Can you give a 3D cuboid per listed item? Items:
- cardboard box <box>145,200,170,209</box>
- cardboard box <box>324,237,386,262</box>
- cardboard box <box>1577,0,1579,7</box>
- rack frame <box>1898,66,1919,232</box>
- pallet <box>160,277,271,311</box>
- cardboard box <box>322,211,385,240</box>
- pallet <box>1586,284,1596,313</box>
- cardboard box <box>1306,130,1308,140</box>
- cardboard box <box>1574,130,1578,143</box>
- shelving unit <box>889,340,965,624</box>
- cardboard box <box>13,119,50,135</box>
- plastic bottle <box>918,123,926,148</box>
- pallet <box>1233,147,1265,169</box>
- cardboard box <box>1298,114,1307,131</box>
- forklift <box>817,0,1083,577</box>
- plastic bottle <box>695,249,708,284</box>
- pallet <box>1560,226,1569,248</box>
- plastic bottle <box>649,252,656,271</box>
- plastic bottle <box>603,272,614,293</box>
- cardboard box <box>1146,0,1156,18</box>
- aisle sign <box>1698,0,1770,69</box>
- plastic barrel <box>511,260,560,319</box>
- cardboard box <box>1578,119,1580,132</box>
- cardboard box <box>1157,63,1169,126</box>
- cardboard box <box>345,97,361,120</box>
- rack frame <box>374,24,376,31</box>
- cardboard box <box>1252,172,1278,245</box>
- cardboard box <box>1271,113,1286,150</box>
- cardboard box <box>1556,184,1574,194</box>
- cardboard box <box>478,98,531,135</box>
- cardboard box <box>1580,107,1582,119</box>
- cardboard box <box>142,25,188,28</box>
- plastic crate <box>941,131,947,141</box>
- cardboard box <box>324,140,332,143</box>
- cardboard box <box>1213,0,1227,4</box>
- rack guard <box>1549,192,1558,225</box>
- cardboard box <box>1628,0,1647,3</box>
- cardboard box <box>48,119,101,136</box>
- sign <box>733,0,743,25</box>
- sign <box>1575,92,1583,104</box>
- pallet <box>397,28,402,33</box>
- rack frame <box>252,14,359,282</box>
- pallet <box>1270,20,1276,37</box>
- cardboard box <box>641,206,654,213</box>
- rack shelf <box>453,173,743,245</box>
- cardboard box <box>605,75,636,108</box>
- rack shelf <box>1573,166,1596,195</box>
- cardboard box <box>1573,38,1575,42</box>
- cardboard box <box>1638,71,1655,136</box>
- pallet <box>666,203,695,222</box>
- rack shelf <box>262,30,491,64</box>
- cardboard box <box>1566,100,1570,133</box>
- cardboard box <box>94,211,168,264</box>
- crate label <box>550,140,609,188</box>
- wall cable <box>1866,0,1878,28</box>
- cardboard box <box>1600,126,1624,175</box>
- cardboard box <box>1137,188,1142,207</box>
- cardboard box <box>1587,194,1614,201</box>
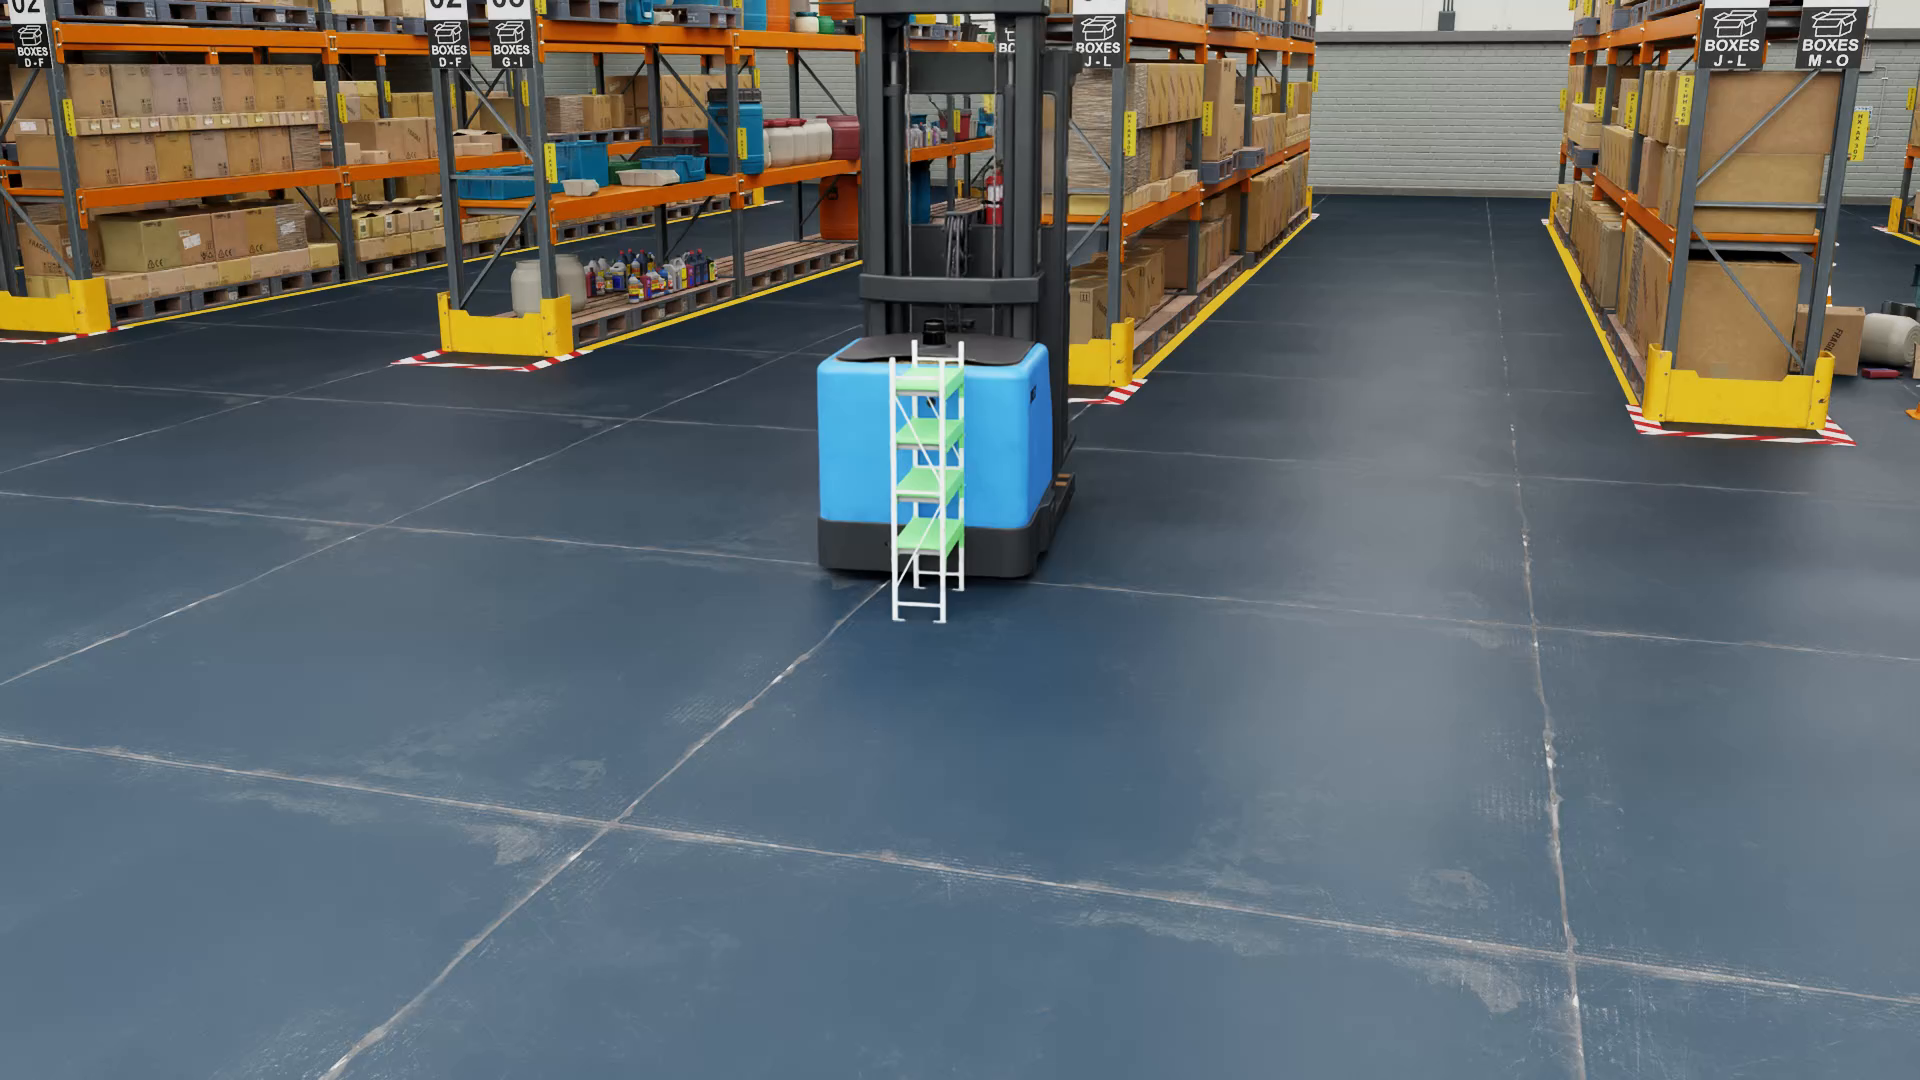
[{"bbox_3d":[-11.621,-4.647,23.489,0.700,0.500,0.500,5,16,16],"label":"cardboard box"},{"bbox_3d":[-7.243,-3.492,19.911,0.500,0.250,0.500,4,16,15],"label":"cardboard box"},{"bbox_3d":[9.492,-8.091,24.988,0.380,0.149,0.250,5,16,16],"label":"cardboard box"},{"bbox_3d":[14.814,-6.128,24.937,1.000,3.000,0.127,5,16,16],"label":"rack frame"},{"bbox_3d":[-8.206,-2.660,17.819,1.003,0.211,1.213,5,16,16],"label":"pallet"},{"bbox_3d":[-7.239,-3.764,19.844,0.500,0.311,0.500,5,16,16],"label":"cardboard box"},{"bbox_3d":[7.121,-2.532,17.370,1.003,0.211,1.213,5,16,16],"label":"pallet"},{"bbox_3d":[5.454,-6.589,27.022,0.380,0.149,0.250,5,17,16],"label":"cardboard box"},{"bbox_3d":[7.909,-5.045,20.809,0.380,0.149,0.250,4,16,13],"label":"cardboard box"},{"bbox_3d":[-0.144,-0.273,7.591,0.258,1.200,0.503,3,16,9],"label":"shelving unit"},{"bbox_3d":[-8.806,-3.954,15.902,0.380,0.149,0.250,4,16,15],"label":"cardboard box"},{"bbox_3d":[-0.573,-5.896,24.210,0.144,0.351,0.185,5,16,16],"label":"plastic bottle"},{"bbox_3d":[2.938,-4.516,19.607,1.213,0.211,1.003,5,16,16],"label":"pallet"},{"bbox_3d":[5.284,-6.687,26.639,0.500,0.250,0.500,4,16,15],"label":"cardboard box"},{"bbox_3d":[0.064,-1.588,9.058,1.130,2.935,3.031,3,16,9],"label":"forklift"},{"bbox_3d":[-2.753,-2.887,17.560,0.144,0.351,0.185,4,16,14],"label":"plastic bottle"},{"bbox_3d":[9.059,-4.276,23.517,1.003,0.211,1.213,5,16,16],"label":"pallet"},{"bbox_3d":[-3.358,-2.991,18.070,0.097,0.271,0.097,0,16,0],"label":"plastic bottle"},{"bbox_3d":[-3.573,-2.620,16.892,0.097,0.201,0.097,0,16,0],"label":"plastic bottle"},{"bbox_3d":[1.291,-4.323,13.350,0.500,0.250,0.500,4,16,15],"label":"cardboard box"},{"bbox_3d":[5.184,-3.555,11.100,0.394,0.787,0.004,5,16,16],"label":"aisle sign"},{"bbox_3d":[-3.870,-2.278,15.152,0.421,0.512,0.421,0,16,0],"label":"plastic barrel"},{"bbox_3d":[7.834,-5.119,20.525,0.380,0.149,0.250,5,17,17],"label":"cardboard box"},{"bbox_3d":[1.472,-3.766,14.051,0.500,0.500,0.500,5,16,16],"label":"cardboard box"},{"bbox_3d":[-10.097,-6.928,26.994,0.500,0.500,0.500,5,17,16],"label":"cardboard box"},{"bbox_3d":[-10.072,-9.888,27.201,1.000,3.000,0.127,5,16,16],"label":"rack frame"},{"bbox_3d":[3.515,-4.395,21.951,1.225,0.875,0.875,5,16,16],"label":"cardboard box"},{"bbox_3d":[4.304,-5.754,23.437,0.500,0.500,0.500,5,16,16],"label":"cardboard box"},{"bbox_3d":[9.564,-5.491,26.057,0.380,0.149,0.250,4,16,13],"label":"cardboard box"},{"bbox_3d":[-6.387,-5.996,23.520,0.700,0.500,0.500,-1,16,-3],"label":"cardboard box"},{"bbox_3d":[7.760,-5.190,20.232,0.380,0.149,0.250,5,16,16],"label":"cardboard box"},{"bbox_3d":[-11.154,-7.156,23.192,0.500,0.311,0.500,5,16,16],"label":"cardboard box"},{"bbox_3d":[-0.304,-6.247,25.729,0.396,0.136,0.243,5,16,16],"label":"plastic crate"},{"bbox_3d":[-7.521,-4.706,20.169,0.396,0.266,0.258,4,16,15],"label":"cardboard box"},{"bbox_3d":[2.397,-5.813,17.372,0.797,0.503,0.637,5,17,18],"label":"cardboard box"},{"bbox_3d":[10.017,-5.263,26.468,1.175,0.500,0.348,5,16,16],"label":"rack guard"},{"bbox_3d":[7.061,-5.605,16.806,0.500,0.311,0.500,4,16,15],"label":"cardboard box"},{"bbox_3d":[-8.414,-3.926,15.801,0.380,0.149,0.250,5,16,15],"label":"cardboard box"},{"bbox_3d":[-2.322,-5.543,17.360,0.100,0.325,0.005,5,16,16],"label":"sign"},{"bbox_3d":[8.380,-5.895,22.530,0.100,0.325,0.005,5,16,16],"label":"sign"},{"bbox_3d":[-9.829,-8.616,28.374,1.003,0.211,1.213,5,16,16],"label":"pallet"},{"bbox_3d":[-7.595,-4.526,19.289,1.000,3.000,0.127,5,16,16],"label":"rack frame"},{"bbox_3d":[3.486,-6.621,21.524,1.003,0.211,1.213,5,17,18],"label":"pallet"},{"bbox_3d":[-5.187,-5.477,26.416,0.500,0.500,0.500,5,16,16],"label":"cardboard box"},{"bbox_3d":[-3.415,-3.272,16.185,1.077,0.370,4.000,5,16,16],"label":"rack shelf"},{"bbox_3d":[-5.426,-7.300,27.055,0.500,0.500,0.500,5,17,16],"label":"cardboard box"},{"bbox_3d":[8.334,-4.569,20.761,1.077,0.370,4.000,5,16,16],"label":"rack shelf"},{"bbox_3d":[9.666,-7.759,25.464,0.500,0.250,0.500,5,17,18],"label":"cardboard box"},{"bbox_3d":[6.491,-3.844,14.629,0.875,0.550,0.550,5,16,16],"label":"cardboard box"},{"bbox_3d":[-5.125,-5.457,27.682,1.003,0.211,1.213,5,16,16],"label":"pallet"},{"bbox_3d":[-7.026,-6.146,20.823,1.077,0.370,4.000,5,16,16],"label":"rack shelf"},{"bbox_3d":[9.519,-6.438,25.303,0.500,0.500,0.500,5,16,16],"label":"cardboard box"},{"bbox_3d":[-8.594,-3.146,17.318,0.500,0.500,0.500,5,16,16],"label":"cardboard box"},{"bbox_3d":[-3.720,-3.614,16.009,0.502,0.435,0.616,5,16,16],"label":"crate label"},{"bbox_3d":[16.160,-10.524,29.442,0.463,3.000,0.029,5,16,16],"label":"wall cable"},{"bbox_3d":[7.237,-4.211,17.994,0.500,0.500,0.500,4,16,15],"label":"cardboard box"},{"bbox_3d":[1.301,-2.841,13.808,0.380,0.149,0.250,5,16,16],"label":"cardboard box"},{"bbox_3d":[7.708,-3.952,19.702,0.500,0.250,0.500,4,16,15],"label":"cardboard box"}]
